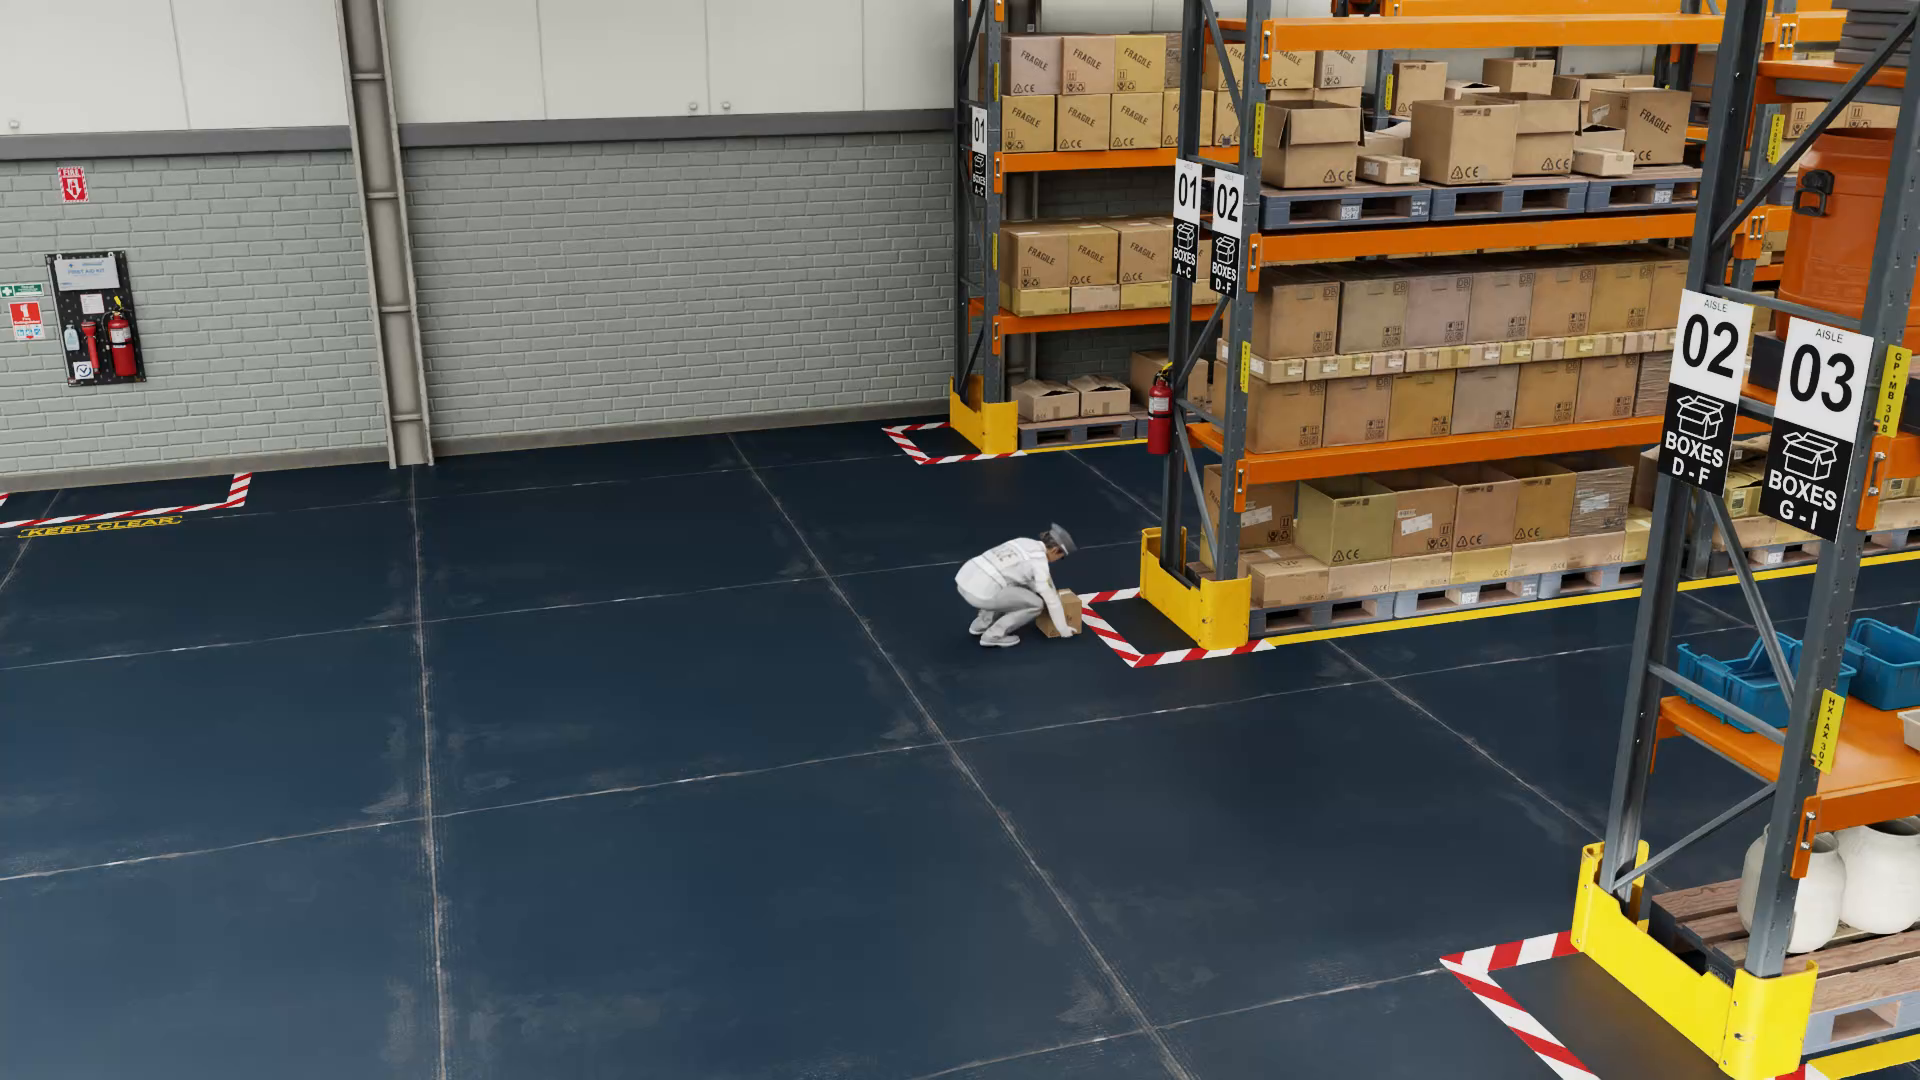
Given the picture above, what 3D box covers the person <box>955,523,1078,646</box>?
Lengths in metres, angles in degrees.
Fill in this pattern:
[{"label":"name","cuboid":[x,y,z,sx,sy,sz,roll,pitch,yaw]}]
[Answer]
[{"label":"person","cuboid":[0.408,0.333,11.564,0.892,0.840,0.470,-7,20,-18]}]
